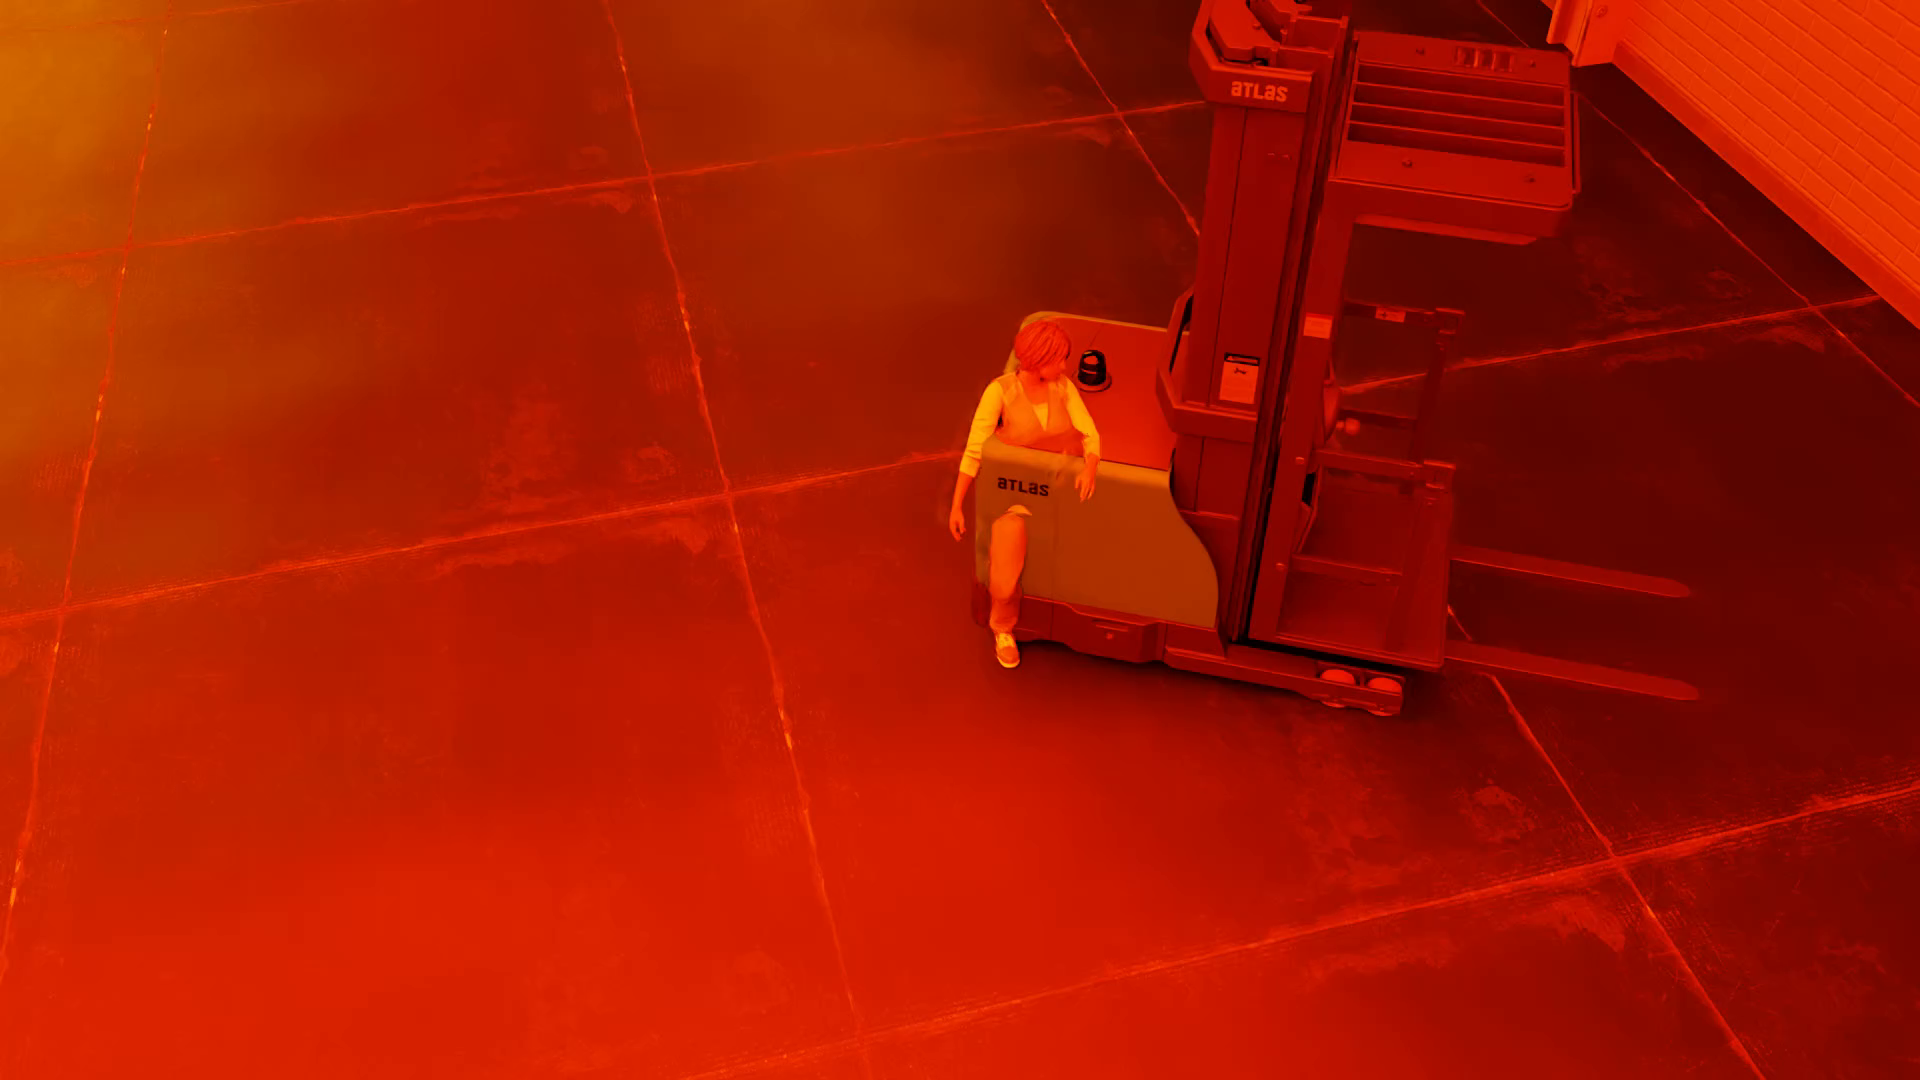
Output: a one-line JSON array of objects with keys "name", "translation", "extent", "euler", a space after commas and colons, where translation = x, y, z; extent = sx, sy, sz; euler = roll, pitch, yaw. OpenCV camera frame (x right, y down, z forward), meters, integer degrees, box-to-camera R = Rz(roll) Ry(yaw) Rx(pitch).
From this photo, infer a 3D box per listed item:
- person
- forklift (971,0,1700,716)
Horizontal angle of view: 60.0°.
[{"name": "person", "translation": [0.279, -0.139, 6.868], "extent": [0.752, 1.458, 0.774], "euler": [-24, 48, -23]}, {"name": "forklift", "translation": [1.625, -0.732, 6.420], "extent": [3.031, 2.935, 1.130], "euler": [10, 44, 10]}]
